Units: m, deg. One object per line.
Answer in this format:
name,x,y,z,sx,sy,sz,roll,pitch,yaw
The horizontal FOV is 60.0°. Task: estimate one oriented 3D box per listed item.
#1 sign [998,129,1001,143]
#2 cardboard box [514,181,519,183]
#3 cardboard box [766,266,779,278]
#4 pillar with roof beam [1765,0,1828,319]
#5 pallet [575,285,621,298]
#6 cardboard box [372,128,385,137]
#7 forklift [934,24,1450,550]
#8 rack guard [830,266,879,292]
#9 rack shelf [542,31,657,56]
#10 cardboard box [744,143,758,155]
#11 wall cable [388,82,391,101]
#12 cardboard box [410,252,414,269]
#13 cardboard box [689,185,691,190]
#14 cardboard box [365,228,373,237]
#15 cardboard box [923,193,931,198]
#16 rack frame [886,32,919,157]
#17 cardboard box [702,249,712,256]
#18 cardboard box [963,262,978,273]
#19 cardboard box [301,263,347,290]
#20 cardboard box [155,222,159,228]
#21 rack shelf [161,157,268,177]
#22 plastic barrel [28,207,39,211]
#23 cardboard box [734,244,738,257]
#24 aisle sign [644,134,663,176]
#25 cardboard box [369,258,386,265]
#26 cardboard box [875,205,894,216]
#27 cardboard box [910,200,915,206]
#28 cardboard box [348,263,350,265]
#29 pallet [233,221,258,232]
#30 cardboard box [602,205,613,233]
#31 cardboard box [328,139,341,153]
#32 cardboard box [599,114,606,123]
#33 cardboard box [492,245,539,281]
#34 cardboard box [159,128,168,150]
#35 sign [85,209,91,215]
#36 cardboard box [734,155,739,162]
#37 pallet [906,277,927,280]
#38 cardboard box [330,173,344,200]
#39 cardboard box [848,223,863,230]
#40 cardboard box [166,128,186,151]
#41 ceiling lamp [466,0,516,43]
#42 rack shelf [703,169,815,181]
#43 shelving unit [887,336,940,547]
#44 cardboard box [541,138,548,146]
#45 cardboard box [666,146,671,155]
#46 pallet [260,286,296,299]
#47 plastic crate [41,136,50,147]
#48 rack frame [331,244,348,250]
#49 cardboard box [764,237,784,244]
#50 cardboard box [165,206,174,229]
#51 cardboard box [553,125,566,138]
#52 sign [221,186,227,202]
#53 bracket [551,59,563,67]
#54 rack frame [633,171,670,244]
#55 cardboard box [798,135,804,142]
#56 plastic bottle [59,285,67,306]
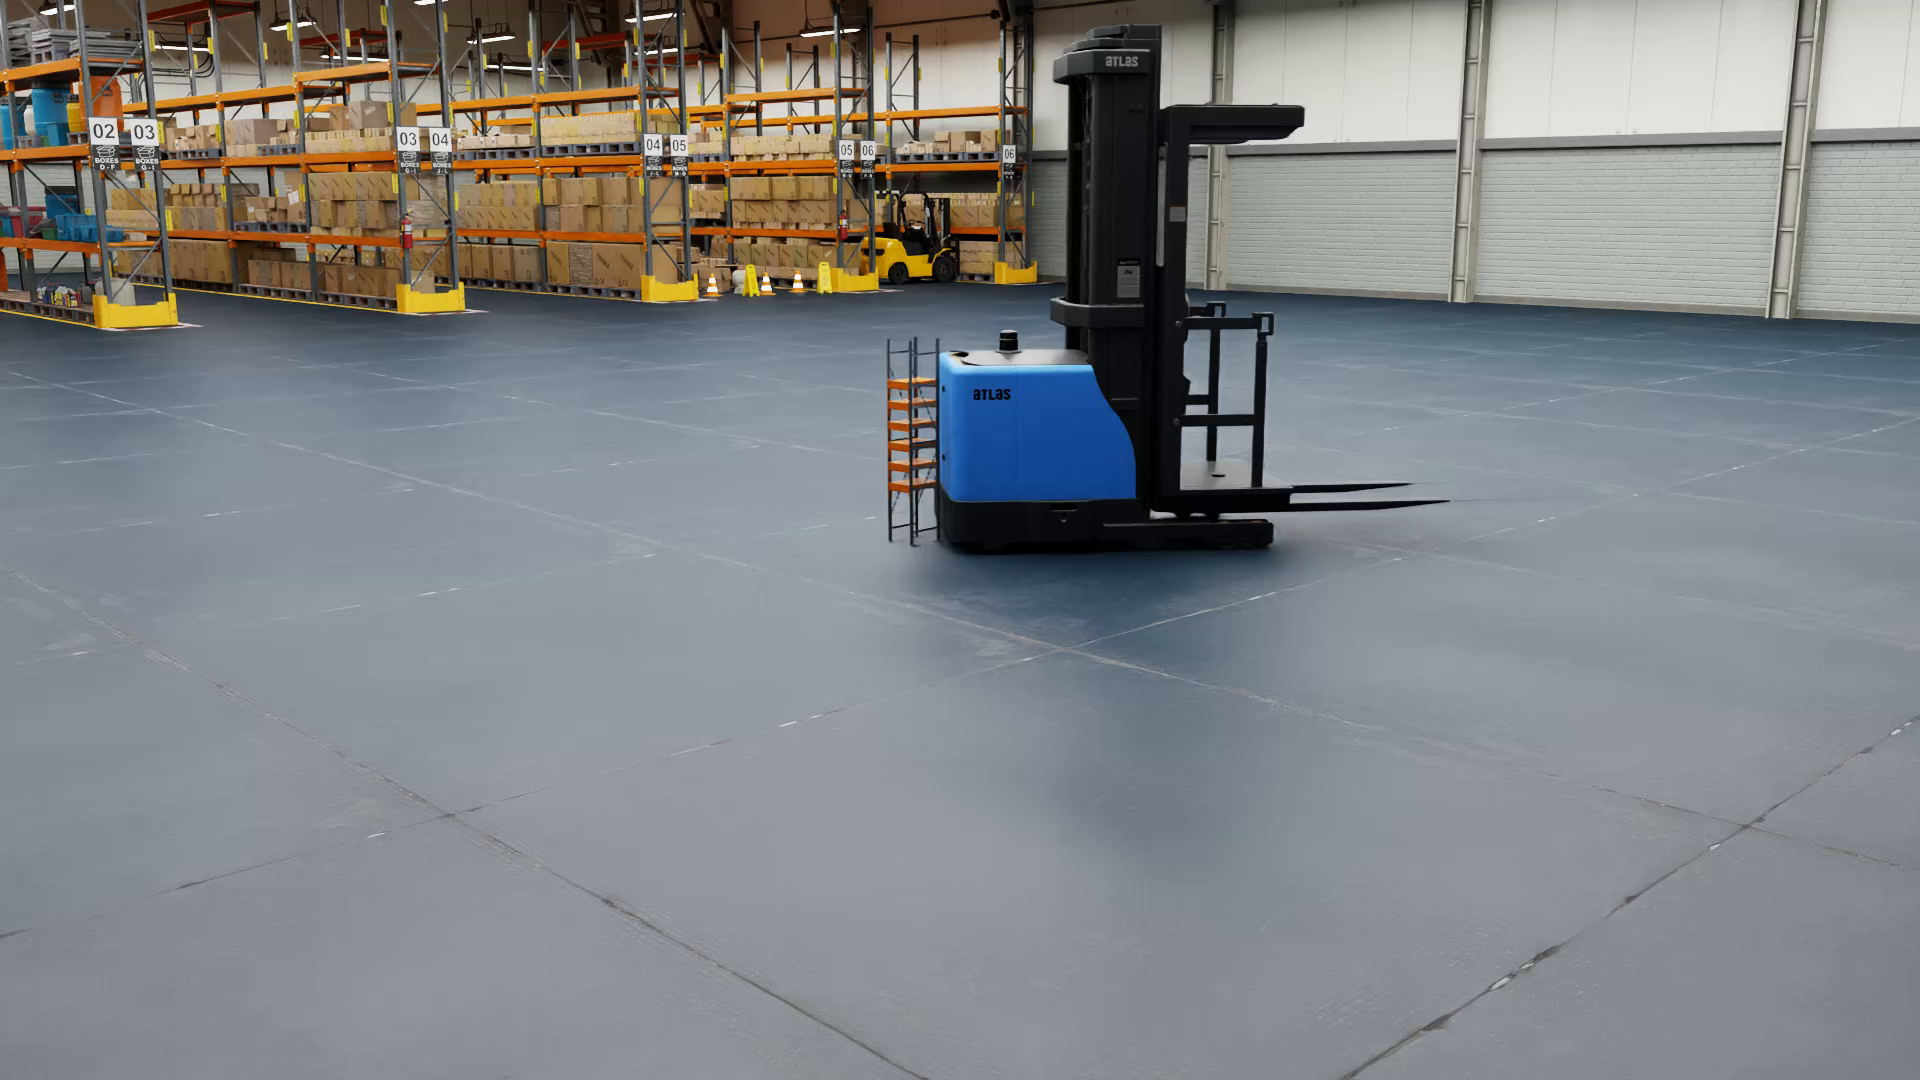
sign,0.920,-9.431,38.824,0.100,0.325,0.005,-11,16,-43
cardboard box,-12.013,-9.786,45.645,0.380,0.149,0.250,-11,16,-43
cardboard box,-4.070,-6.114,37.929,0.500,0.250,0.500,-11,16,-43
pillar with roof beam,10.810,-7.580,24.401,9.100,9.000,0.400,-11,16,-43
pallet,-7.222,-5.162,34.445,1.003,0.211,1.213,-11,16,-43
cardboard box,-10.213,-7.235,29.544,0.250,0.149,0.380,11,16,43
forklift,1.395,-1.484,9.849,3.031,2.935,1.130,-1,12,-7
rack guard,-2.318,-5.736,36.512,1.175,0.500,0.348,-11,16,-43
rack shelf,-9.171,-12.622,42.421,1.077,0.370,4.000,-11,16,-43
cardboard box,-4.559,-8.898,37.866,0.500,0.250,0.500,-11,16,-43
wall cable,-17.446,-13.013,50.773,0.463,3.000,0.029,-11,16,-43
cardboard box,-13.006,-6.681,40.058,0.500,0.500,0.500,-11,16,-42
cardboard box,-6.456,-8.635,40.757,0.250,0.149,0.380,11,16,42
cardboard box,-10.654,-5.638,30.465,0.380,0.149,0.250,-11,16,-43
cardboard box,-0.704,-8.502,41.151,0.380,0.149,0.250,-11,16,-43
rack frame,-1.440,-11.163,41.794,1.000,3.000,0.127,-11,16,-43
cardboard box,-7.250,-8.410,48.923,0.500,0.311,0.500,-10,15,-41
cardboard box,0.433,-6.598,40.279,0.500,0.250,0.500,-11,16,-43
cardboard box,-12.603,-5.235,32.994,0.500,0.500,0.700,10,15,41
cardboard box,-18.167,-7.195,38.023,0.380,0.149,0.250,-11,16,-42
rack shelf,-16.338,-8.144,36.356,1.077,0.370,4.000,-11,16,-43
plastic barrel,-16.786,-5.805,30.318,0.433,0.535,0.433,0,12,0
cardboard box,-6.077,-8.122,47.054,0.500,0.500,0.500,11,16,43
aisle sign,-5.943,-7.465,32.271,0.394,0.787,0.004,-11,16,-43
cardboard box,-14.510,-6.952,41.510,0.380,0.149,0.250,-10,16,-41
cardboard box,-1.964,-8.432,42.539,0.500,0.250,0.500,-11,16,-44
cardboard box,-1.030,-8.437,41.572,0.380,0.149,0.250,-11,16,-43
cardboard box,-15.426,-7.013,42.543,0.380,0.149,0.250,-11,16,-41
pallet,-14.388,-6.552,34.756,1.213,0.211,1.003,-11,16,-43
cardboard box,-6.756,-6.542,33.860,0.875,0.550,0.550,-11,16,-43
cardboard box,-11.365,-7.295,30.826,0.500,0.250,0.500,11,16,43
cardboard box,-6.953,-8.386,33.104,0.380,0.149,0.250,-11,16,-42
cardboard box,-9.695,-6.151,36.869,1.050,0.750,0.750,-11,16,-43
cardboard box,-18.303,-9.198,38.152,0.500,0.500,0.700,11,16,42
sign,-15.372,-5.672,29.323,0.100,0.325,0.005,-11,16,-43
cardboard box,-4.989,-8.798,38.371,0.380,0.149,0.250,-11,16,-43
pallet,-0.921,-6.737,42.089,1.003,0.211,1.213,-11,16,-43
cardboard box,-11.377,-6.589,30.997,0.500,0.500,0.500,-11,16,-43
cardboard box,-2.350,-6.904,36.612,0.380,0.149,0.250,-11,16,-42
cardboard box,-17.312,-8.960,37.244,0.700,0.500,0.500,-10,16,-41
ceiling lamp,-11.555,-14.071,41.443,0.800,3.185,2.000,-11,16,-43
rack shelf,-5.583,-10.217,46.419,1.077,0.370,4.000,-11,16,-43
shelving unit,-0.272,-0.578,9.741,0.189,1.200,0.258,11,16,43
cardboard box,-8.532,-8.328,34.802,0.380,0.149,0.250,-11,16,-43
cardboard box,-6.716,-9.417,40.498,0.797,0.503,0.637,-11,16,-43
pallet,-13.580,-5.077,34.033,1.003,0.211,1.213,-11,16,-43
plastic crate,-14.884,-6.559,27.403,0.336,0.188,0.450,-11,16,-43
rack frame,-16.825,-8.579,44.120,1.000,3.000,0.127,-11,16,-43
cardboard box,-4.228,-6.813,37.852,0.380,0.149,0.250,-10,15,-39
cardboard box,-17.583,-7.266,37.498,0.500,0.500,0.500,-11,16,-42
cardboard box,-8.053,-8.440,34.357,0.500,0.250,0.500,-11,16,-43
sign,-15.356,-7.225,34.675,0.100,0.325,0.005,-11,16,-43
bracket,-13.117,-15.553,54.183,0.235,0.232,0.430,-11,16,-43
rack frame,-7.790,-8.116,41.873,1.000,3.000,0.127,-11,16,-43
cardboard box,-3.354,-8.852,36.657,0.380,0.149,0.250,-11,16,-43
plastic bottle,-14.967,-4.087,27.790,0.144,0.351,0.185,-10,15,-40
